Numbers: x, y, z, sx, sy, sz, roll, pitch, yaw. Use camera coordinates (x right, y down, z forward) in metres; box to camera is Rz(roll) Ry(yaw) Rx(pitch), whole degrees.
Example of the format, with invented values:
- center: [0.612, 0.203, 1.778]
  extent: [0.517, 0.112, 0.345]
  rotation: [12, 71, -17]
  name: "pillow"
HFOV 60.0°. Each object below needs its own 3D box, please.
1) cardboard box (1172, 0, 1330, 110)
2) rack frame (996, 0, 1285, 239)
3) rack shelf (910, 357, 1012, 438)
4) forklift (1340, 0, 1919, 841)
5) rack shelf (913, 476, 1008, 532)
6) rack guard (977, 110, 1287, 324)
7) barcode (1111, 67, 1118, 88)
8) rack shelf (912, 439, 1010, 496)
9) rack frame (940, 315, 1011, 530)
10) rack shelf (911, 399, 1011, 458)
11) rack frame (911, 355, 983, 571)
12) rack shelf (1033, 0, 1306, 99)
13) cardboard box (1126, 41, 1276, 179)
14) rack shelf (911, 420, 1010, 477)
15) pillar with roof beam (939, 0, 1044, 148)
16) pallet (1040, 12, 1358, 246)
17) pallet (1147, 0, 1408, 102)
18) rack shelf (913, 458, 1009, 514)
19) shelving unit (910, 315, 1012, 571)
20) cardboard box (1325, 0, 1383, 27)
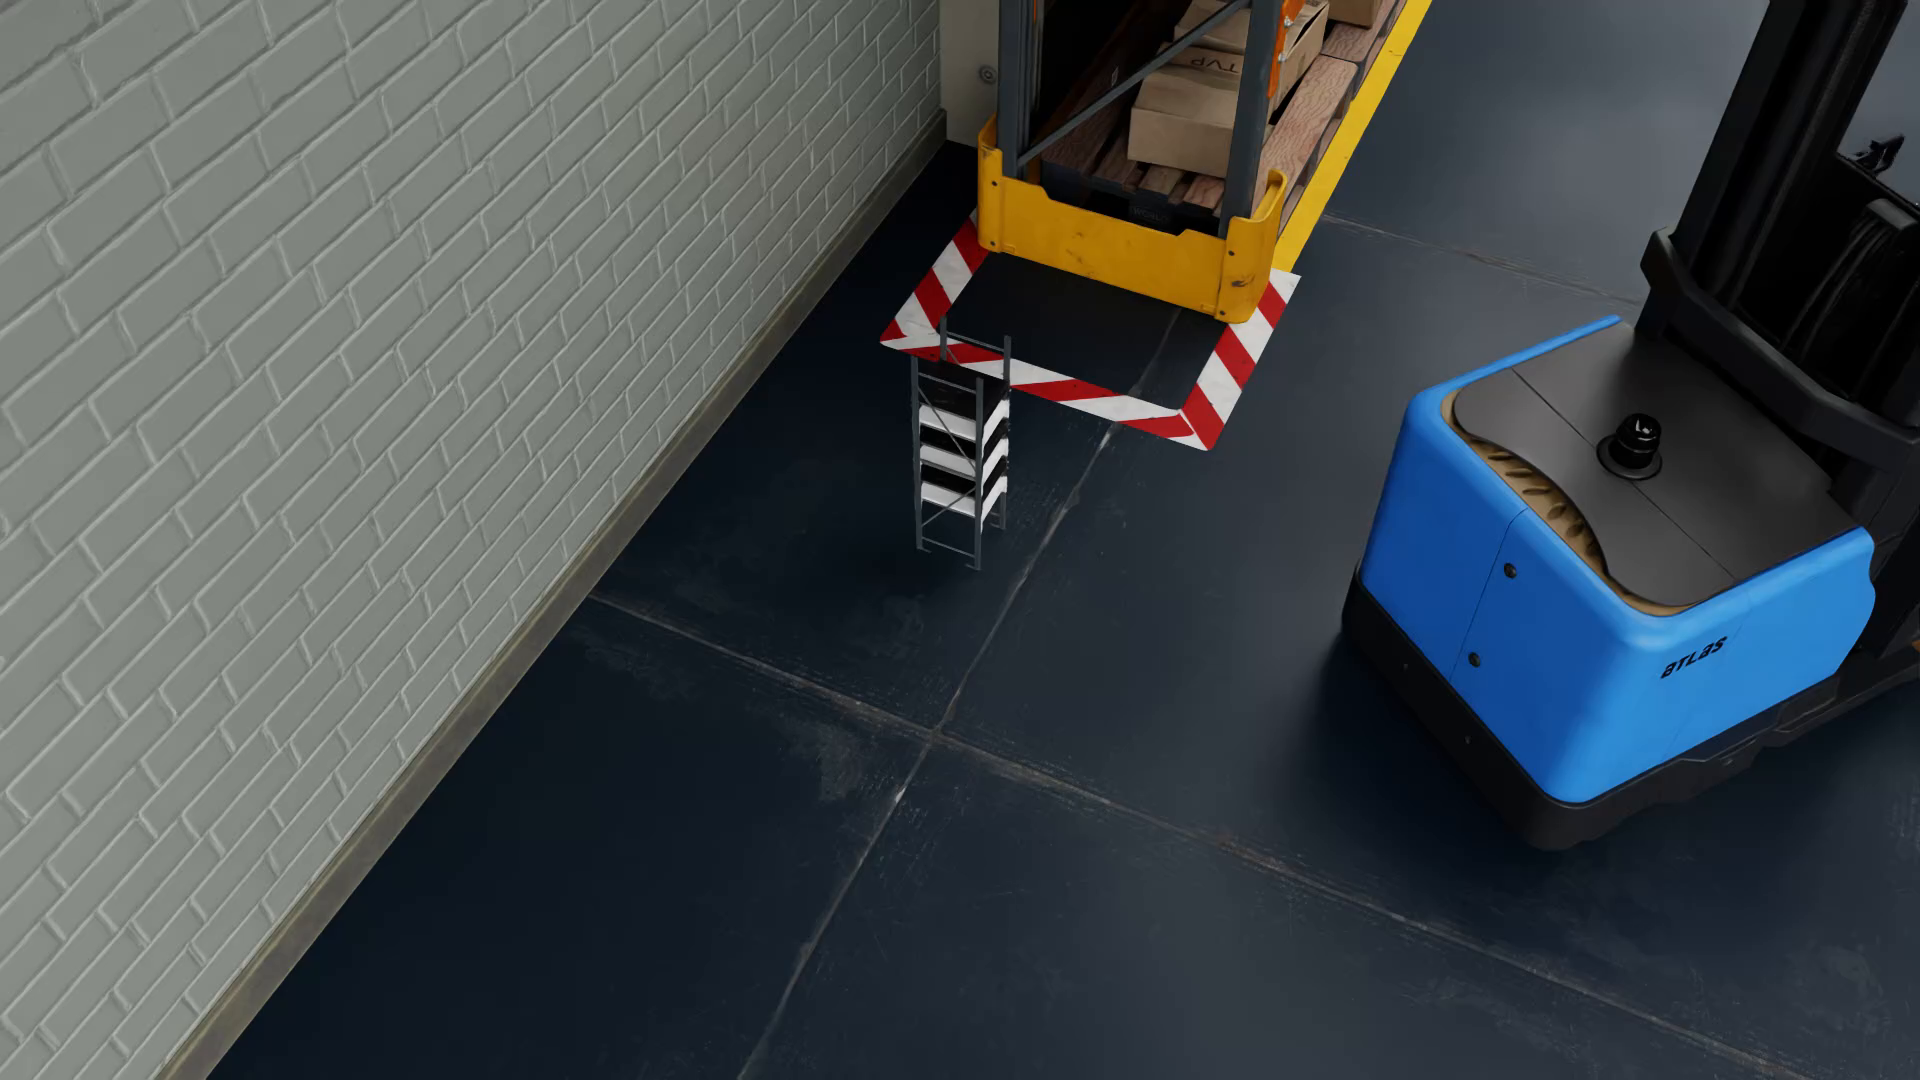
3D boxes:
- center: [1.237, -2.162, 7.097]
  extent: [0.500, 0.311, 0.500]
  rotation: [24, 54, 19]
  name: "cardboard box"
- center: [0.617, -2.051, 5.526]
  extent: [1.000, 3.000, 0.127]
  rotation: [20, 52, 16]
  name: "rack frame"
- center: [0.003, -0.451, 5.232]
  extent: [0.258, 0.077, 0.200]
  rotation: [20, 52, 16]
  name: "rack shelf"
- center: [2.811, -0.824, 4.527]
  extent: [3.031, 2.935, 1.130]
  rotation: [-19, 52, -15]
  name: "forklift"
- center: [0.003, -0.159, 5.575]
  extent: [0.258, 0.077, 0.200]
  rotation: [20, 52, 16]
  name: "rack shelf"
- center: [0.649, -1.293, 6.522]
  extent: [1.175, 0.500, 0.348]
  rotation: [20, 52, 16]
  name: "rack guard"
- center: [0.640, -1.915, 6.881]
  extent: [0.001, 0.075, 0.075]
  rotation: [20, 52, 16]
  name: "barcode"
- center: [0.003, -0.276, 5.437]
  extent: [0.258, 0.077, 0.200]
  rotation: [20, 52, 16]
  name: "rack shelf"
- center: [0.047, -0.367, 5.472]
  extent: [0.240, 0.900, 0.006]
  rotation: [20, 52, 16]
  name: "rack frame"
- center: [0.003, -0.392, 5.300]
  extent: [0.258, 0.077, 0.200]
  rotation: [20, 52, 16]
  name: "rack shelf"
- center: [-0.040, -0.227, 5.352]
  extent: [0.240, 0.900, 0.006]
  rotation: [20, 52, 16]
  name: "rack frame"
- center: [1.471, -3.195, 6.972]
  extent: [1.077, 0.370, 4.000]
  rotation: [20, 52, 16]
  name: "rack shelf"
- center: [0.994, -1.770, 6.763]
  extent: [0.500, 0.311, 0.500]
  rotation: [14, 51, 12]
  name: "cardboard box"
- center: [0.003, -0.334, 5.369]
  extent: [0.258, 0.077, 0.200]
  rotation: [20, 52, 16]
  name: "rack shelf"
- center: [4.026, -3.358, 2.699]
  extent: [9.100, 9.000, 0.400]
  rotation: [20, 52, 16]
  name: "pillar with roof beam"
- center: [1.028, -1.748, 7.099]
  extent: [1.003, 0.211, 1.213]
  rotation: [20, 52, 16]
  name: "pallet"
- center: [1.551, -2.585, 7.811]
  extent: [1.003, 0.211, 1.213]
  rotation: [20, 52, 16]
  name: "pallet"
- center: [0.003, -0.217, 5.506]
  extent: [0.258, 0.077, 0.200]
  rotation: [20, 52, 16]
  name: "rack shelf"
- center: [0.003, -0.297, 5.412]
  extent: [0.258, 0.900, 0.210]
  rotation: [20, 52, 16]
  name: "shelving unit"
- center: [1.596, -2.712, 7.441]
  extent: [0.700, 0.500, 0.500]
  rotation: [17, 52, 14]
  name: "cardboard box"
